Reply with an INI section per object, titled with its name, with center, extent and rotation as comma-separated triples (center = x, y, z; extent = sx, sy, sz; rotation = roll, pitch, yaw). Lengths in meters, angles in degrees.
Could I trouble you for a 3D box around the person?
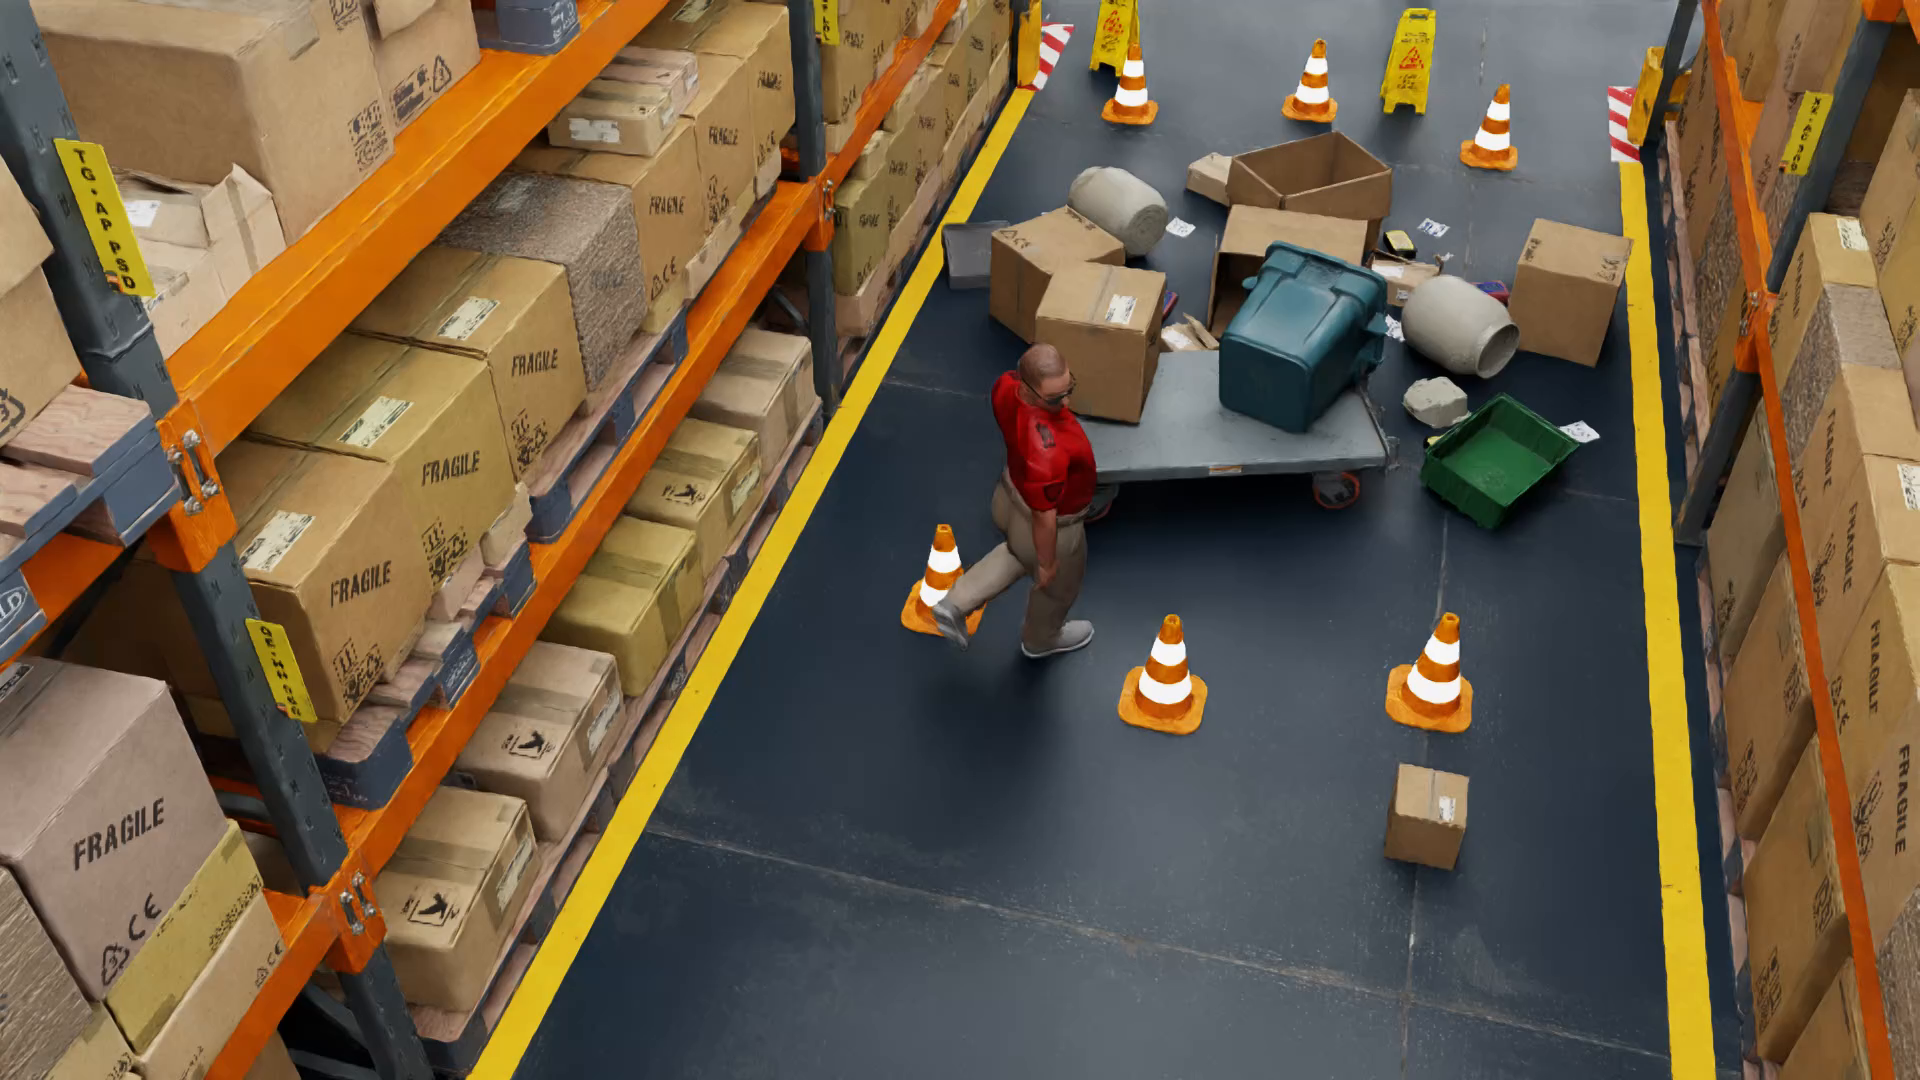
[person]
center = 0.276, -0.085, 6.289
extent = 0.721, 1.687, 0.605
rotation = -15, 43, -17
